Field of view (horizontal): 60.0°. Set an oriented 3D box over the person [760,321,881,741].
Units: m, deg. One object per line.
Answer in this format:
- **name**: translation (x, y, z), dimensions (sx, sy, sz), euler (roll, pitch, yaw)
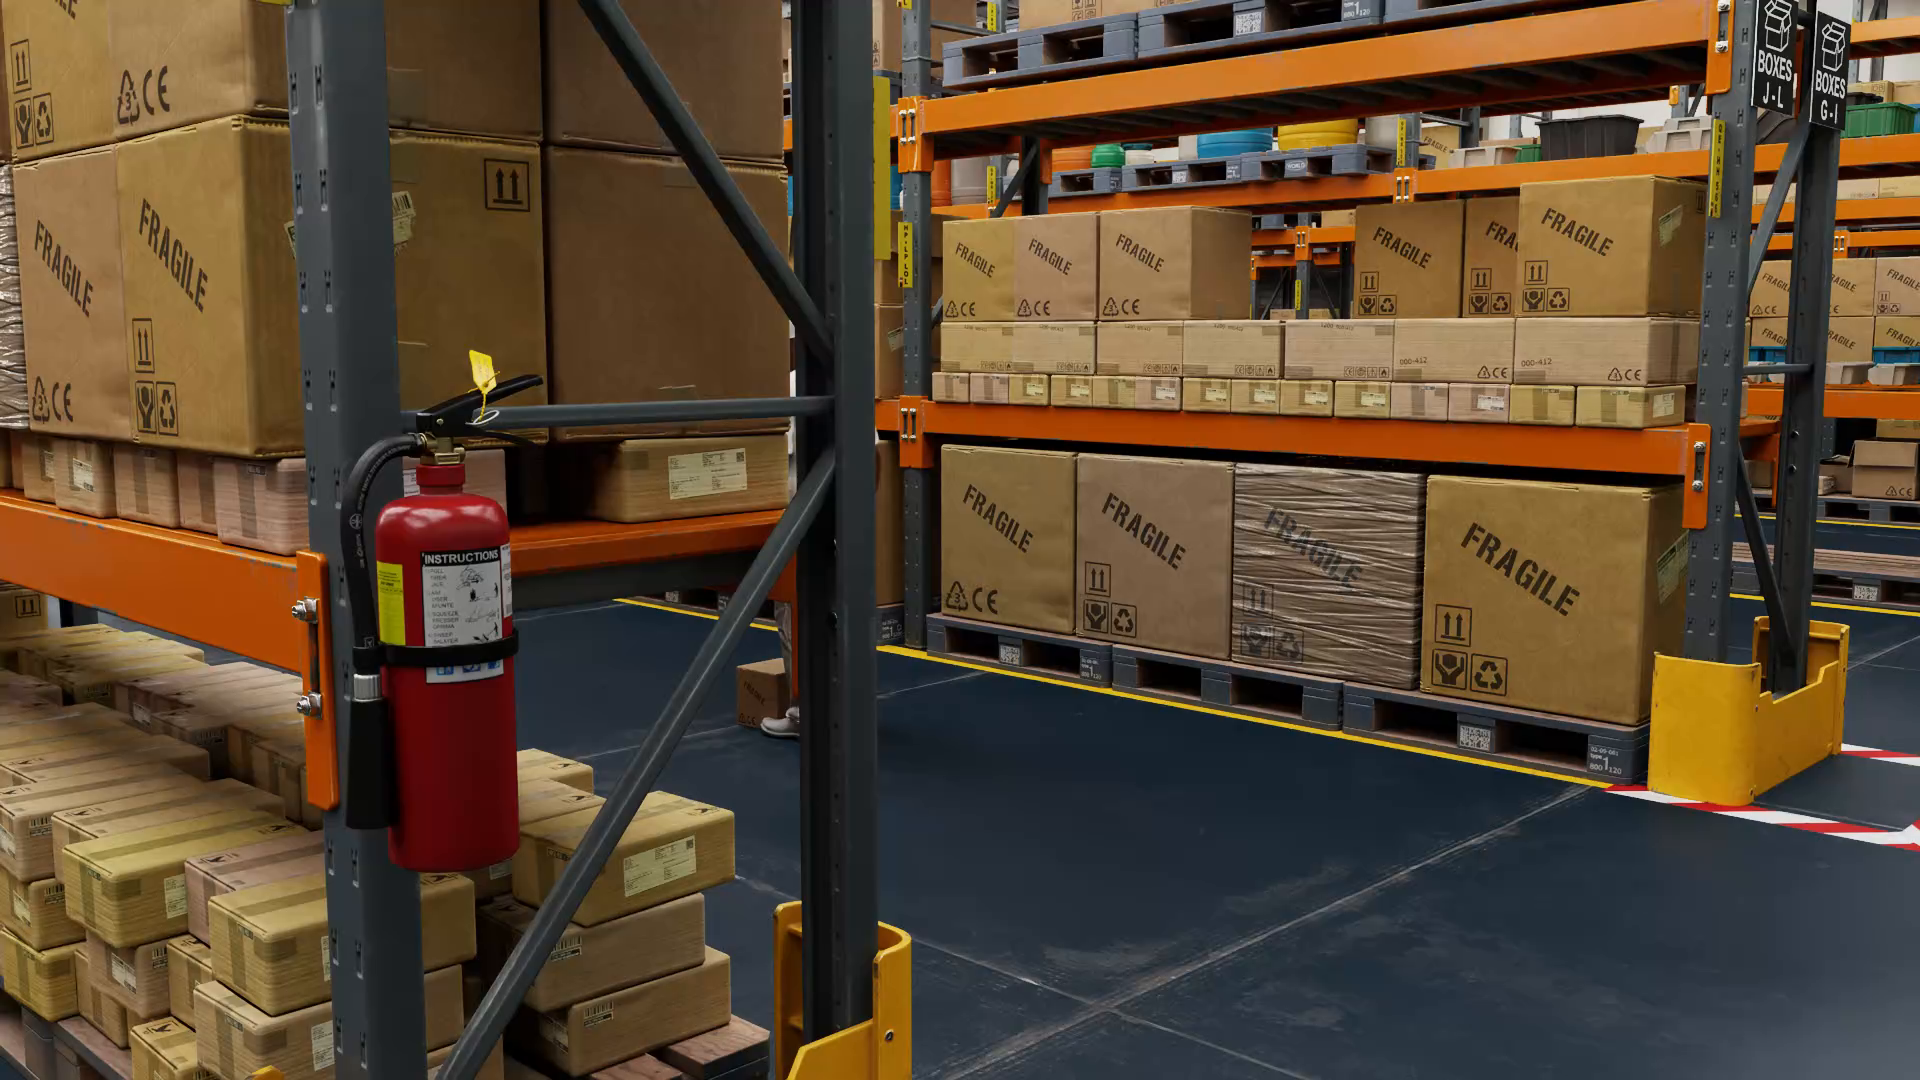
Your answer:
- **person**: translation (-0.591, -0.074, 6.796), dimensions (0.458, 1.757, 0.628), euler (7, 10, 44)
